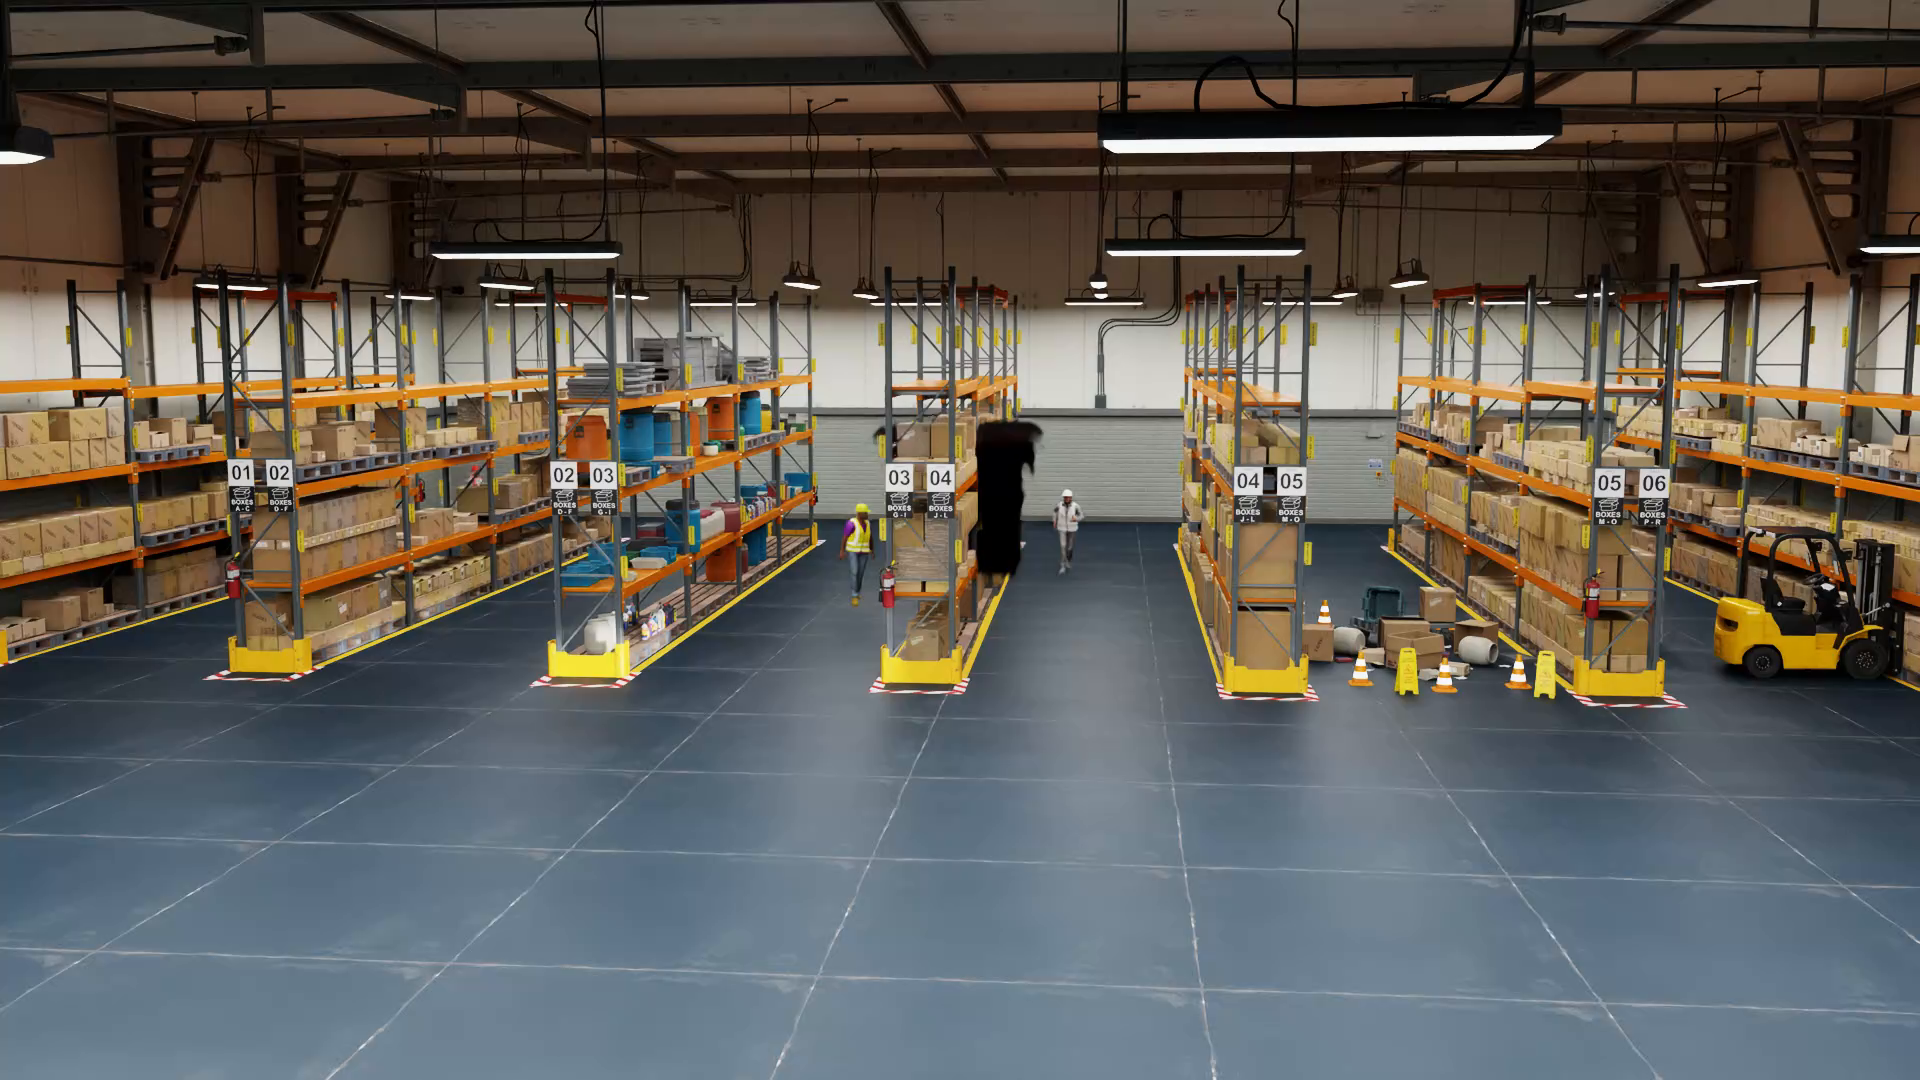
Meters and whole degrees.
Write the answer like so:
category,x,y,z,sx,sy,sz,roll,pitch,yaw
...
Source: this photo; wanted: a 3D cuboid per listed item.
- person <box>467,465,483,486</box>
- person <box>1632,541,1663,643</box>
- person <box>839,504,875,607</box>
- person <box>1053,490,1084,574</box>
category,x,y,z,sx,sy,sz,roll,pitch,yaw
person,-12.368,-1.031,42.322,0.655,1.758,0.607,1,7,6
person,11.266,0.875,27.335,0.577,1.744,0.550,-5,9,-36
person,-1.825,0.243,29.628,0.662,1.780,0.748,-3,7,-21
person,2.309,-0.209,35.474,0.667,1.747,0.996,0,7,2
